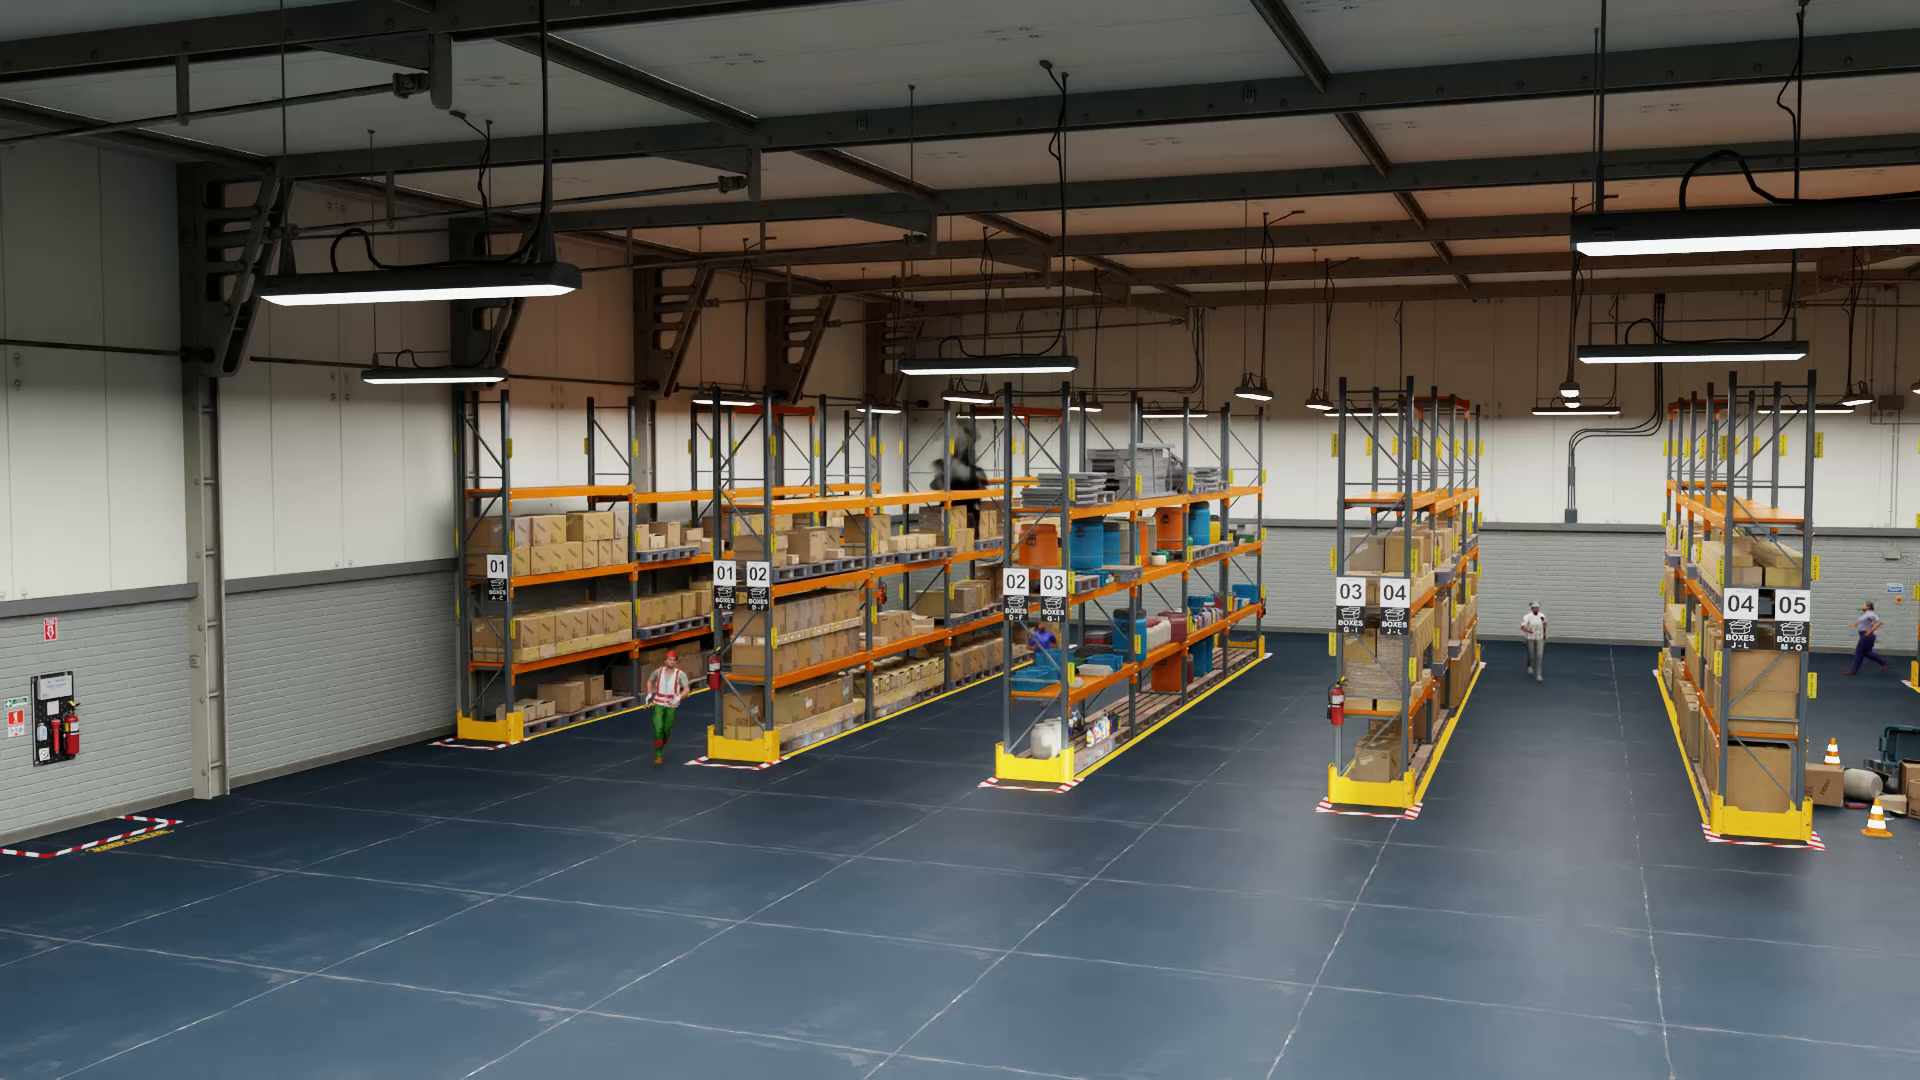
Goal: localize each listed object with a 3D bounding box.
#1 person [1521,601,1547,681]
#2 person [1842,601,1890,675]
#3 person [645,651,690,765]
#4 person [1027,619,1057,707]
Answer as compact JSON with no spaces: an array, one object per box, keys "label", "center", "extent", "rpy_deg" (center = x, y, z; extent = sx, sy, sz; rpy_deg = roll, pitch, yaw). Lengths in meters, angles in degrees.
[{"label":"person","center":[12.459,2.161,36.067],"extent":[0.586,1.697,0.933],"rpy_deg":[1,3,9]},{"label":"person","center":[19.927,2.153,36.529],"extent":[0.939,1.640,0.584],"rpy_deg":[1,3,23]},{"label":"person","center":[-4.686,2.661,26.655],"extent":[0.703,1.773,0.811],"rpy_deg":[0,3,-7]},{"label":"person","center":[1.596,2.370,32.454],"extent":[0.581,1.643,0.876],"rpy_deg":[0,3,6]}]
